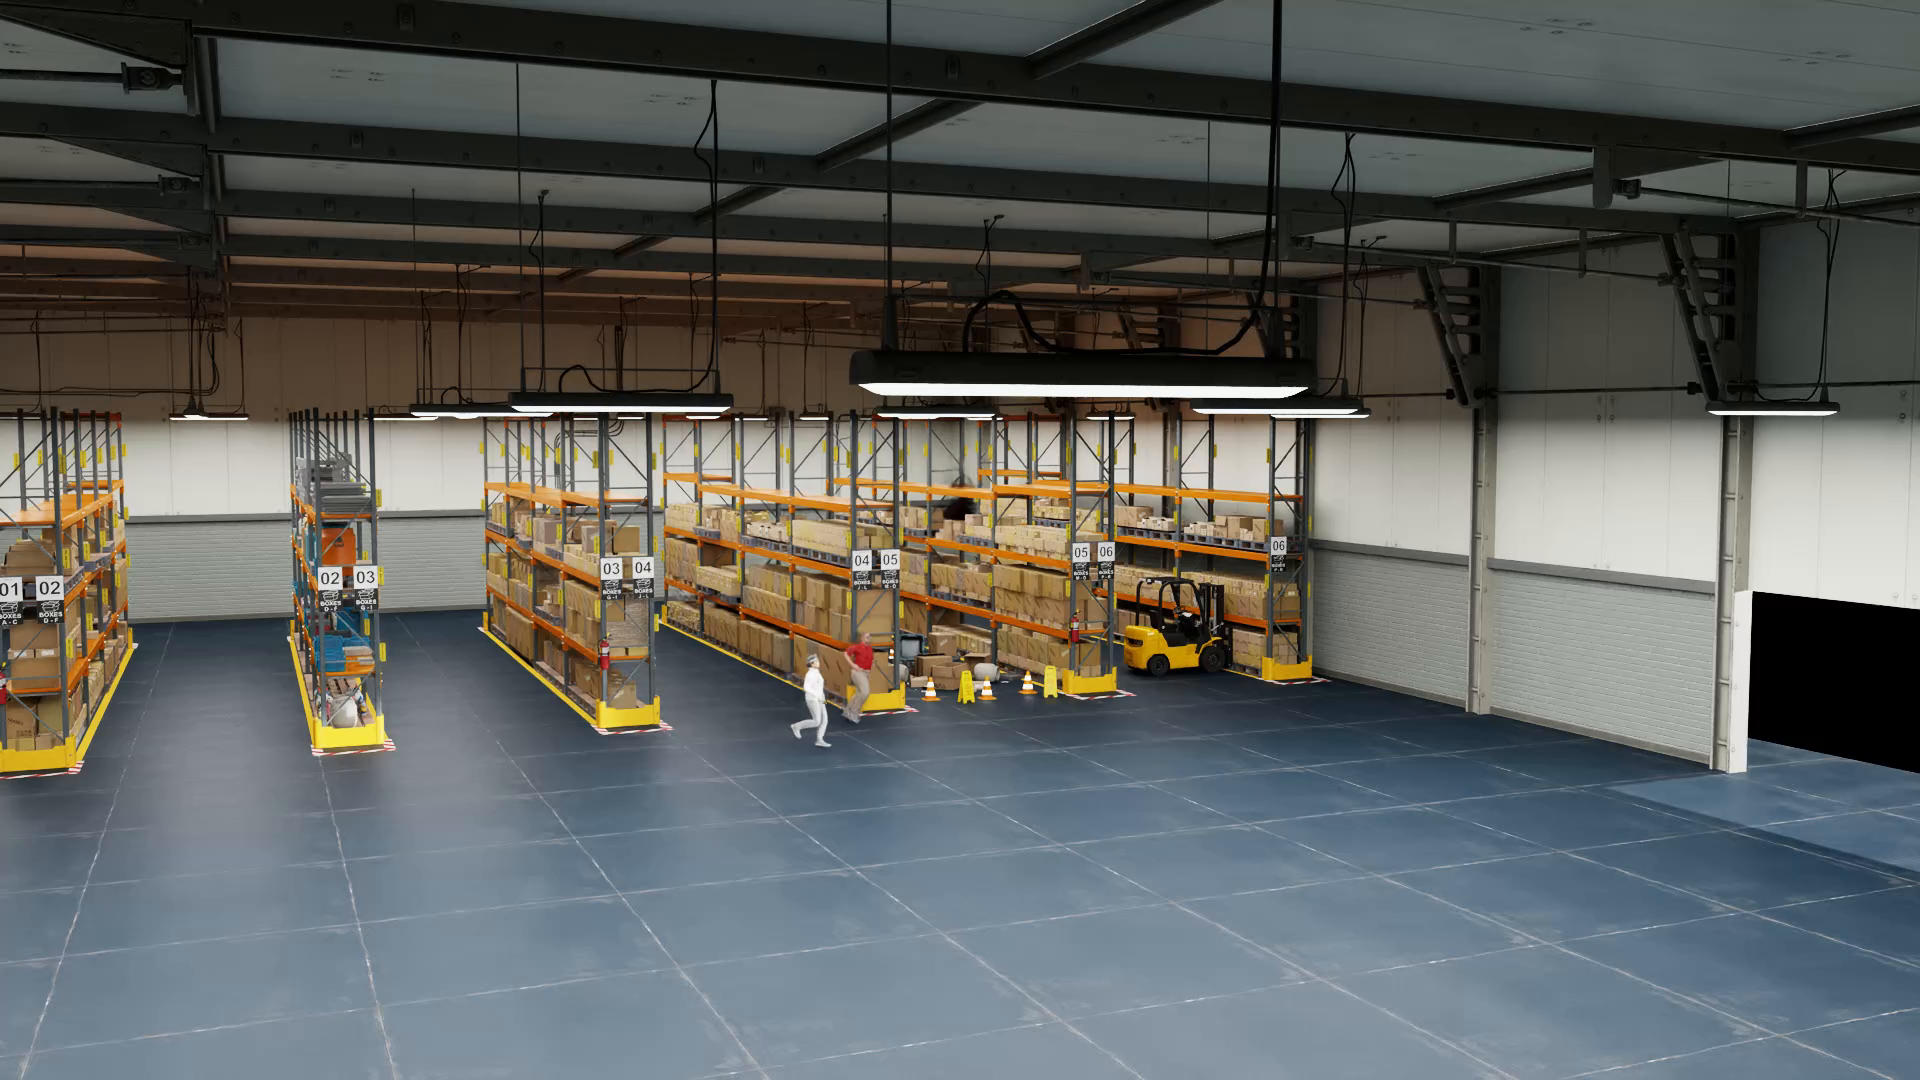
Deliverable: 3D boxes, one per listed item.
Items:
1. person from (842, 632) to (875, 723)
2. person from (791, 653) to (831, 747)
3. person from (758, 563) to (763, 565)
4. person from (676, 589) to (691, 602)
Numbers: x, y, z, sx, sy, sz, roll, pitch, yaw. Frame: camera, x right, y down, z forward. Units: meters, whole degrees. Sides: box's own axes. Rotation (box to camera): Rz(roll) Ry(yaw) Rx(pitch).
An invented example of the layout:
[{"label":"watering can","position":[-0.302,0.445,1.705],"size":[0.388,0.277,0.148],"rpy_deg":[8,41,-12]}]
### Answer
[{"label":"person","position":[-1.915,2.647,32.072],"size":[0.668,1.749,0.671],"rpy_deg":[2,5,28]},{"label":"person","position":[-2.631,2.838,29.481],"size":[0.702,1.672,0.622],"rpy_deg":[1,4,8]},{"label":"person","position":[-5.692,1.523,47.487],"size":[0.674,1.745,0.817],"rpy_deg":[-3,5,-36]},{"label":"person","position":[-8.141,1.416,49.479],"size":[0.562,1.713,0.721],"rpy_deg":[-2,4,-21]}]
